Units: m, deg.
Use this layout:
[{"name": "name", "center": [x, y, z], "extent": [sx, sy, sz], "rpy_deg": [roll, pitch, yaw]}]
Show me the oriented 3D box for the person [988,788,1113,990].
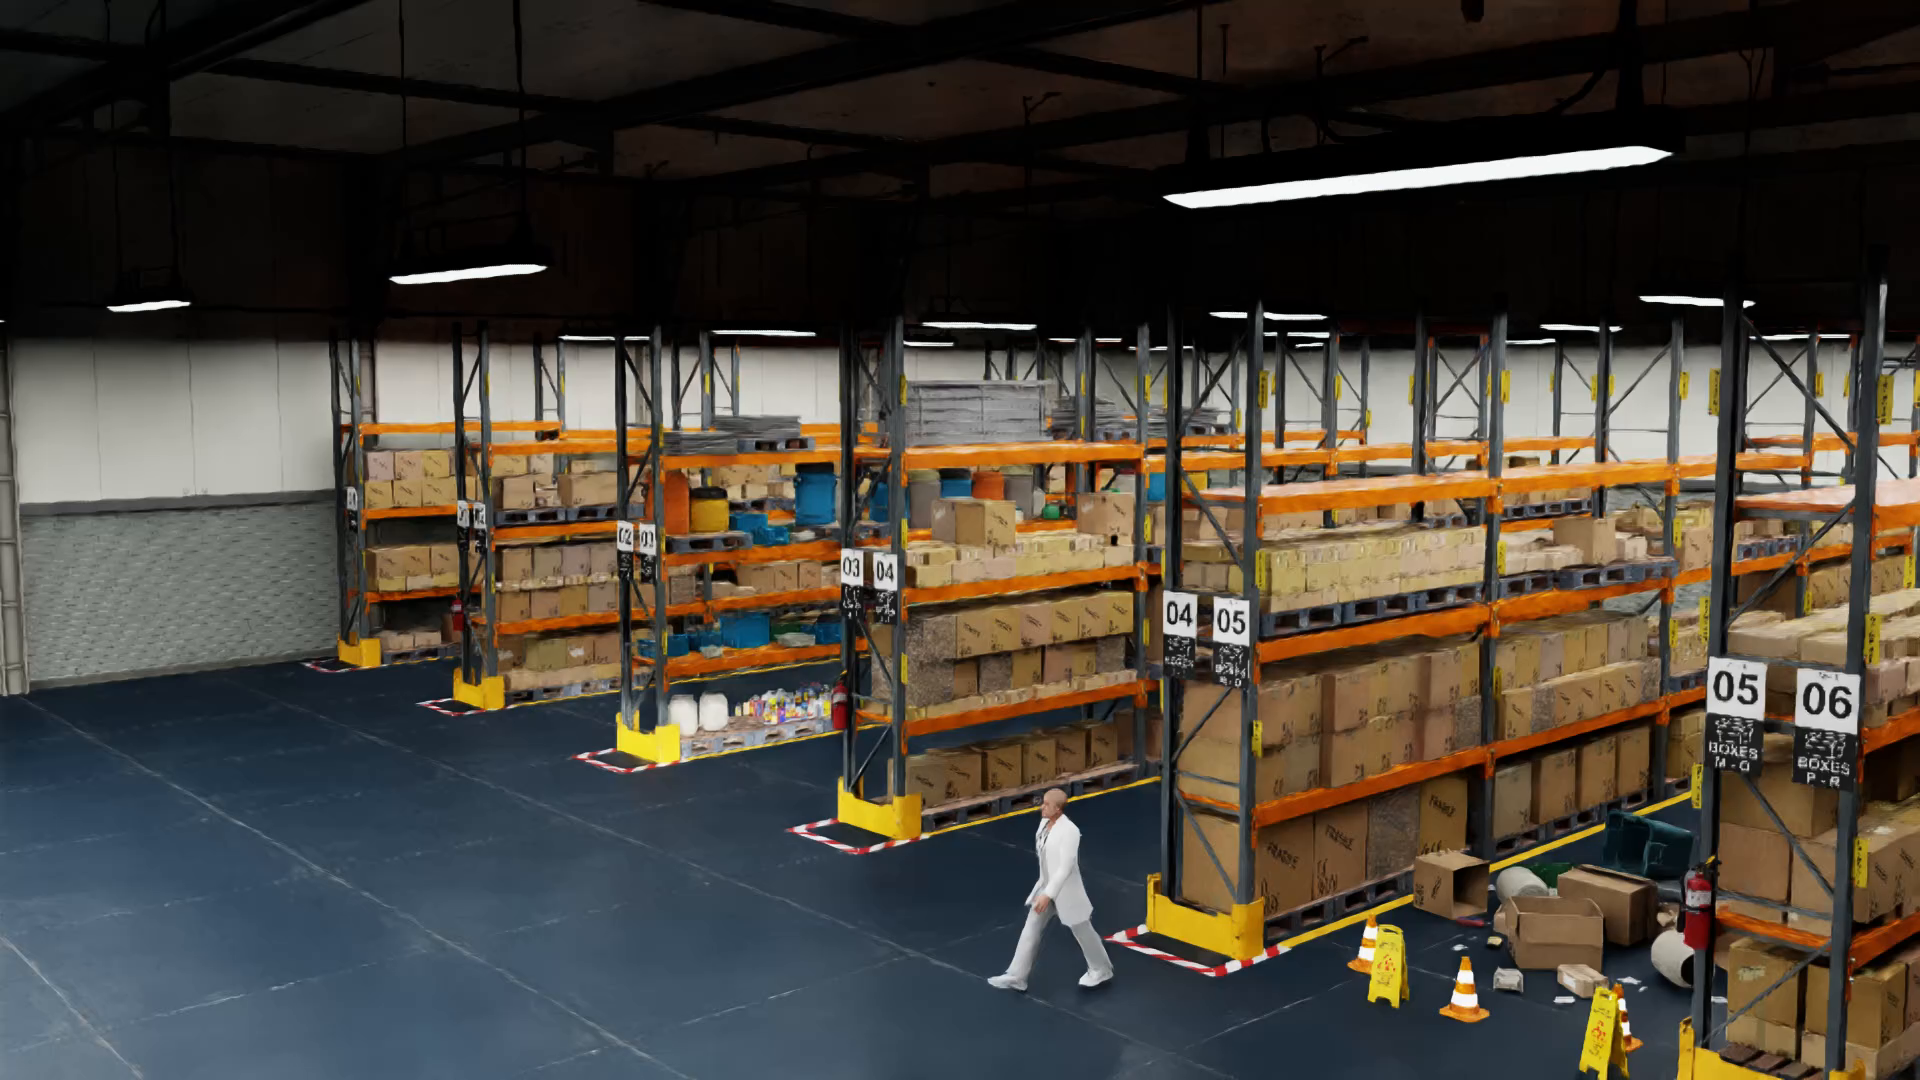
[{"name": "person", "center": [0.799, 2.922, 13.915], "extent": [1.104, 1.714, 0.575], "rpy_deg": [-4, 7, -32]}]
